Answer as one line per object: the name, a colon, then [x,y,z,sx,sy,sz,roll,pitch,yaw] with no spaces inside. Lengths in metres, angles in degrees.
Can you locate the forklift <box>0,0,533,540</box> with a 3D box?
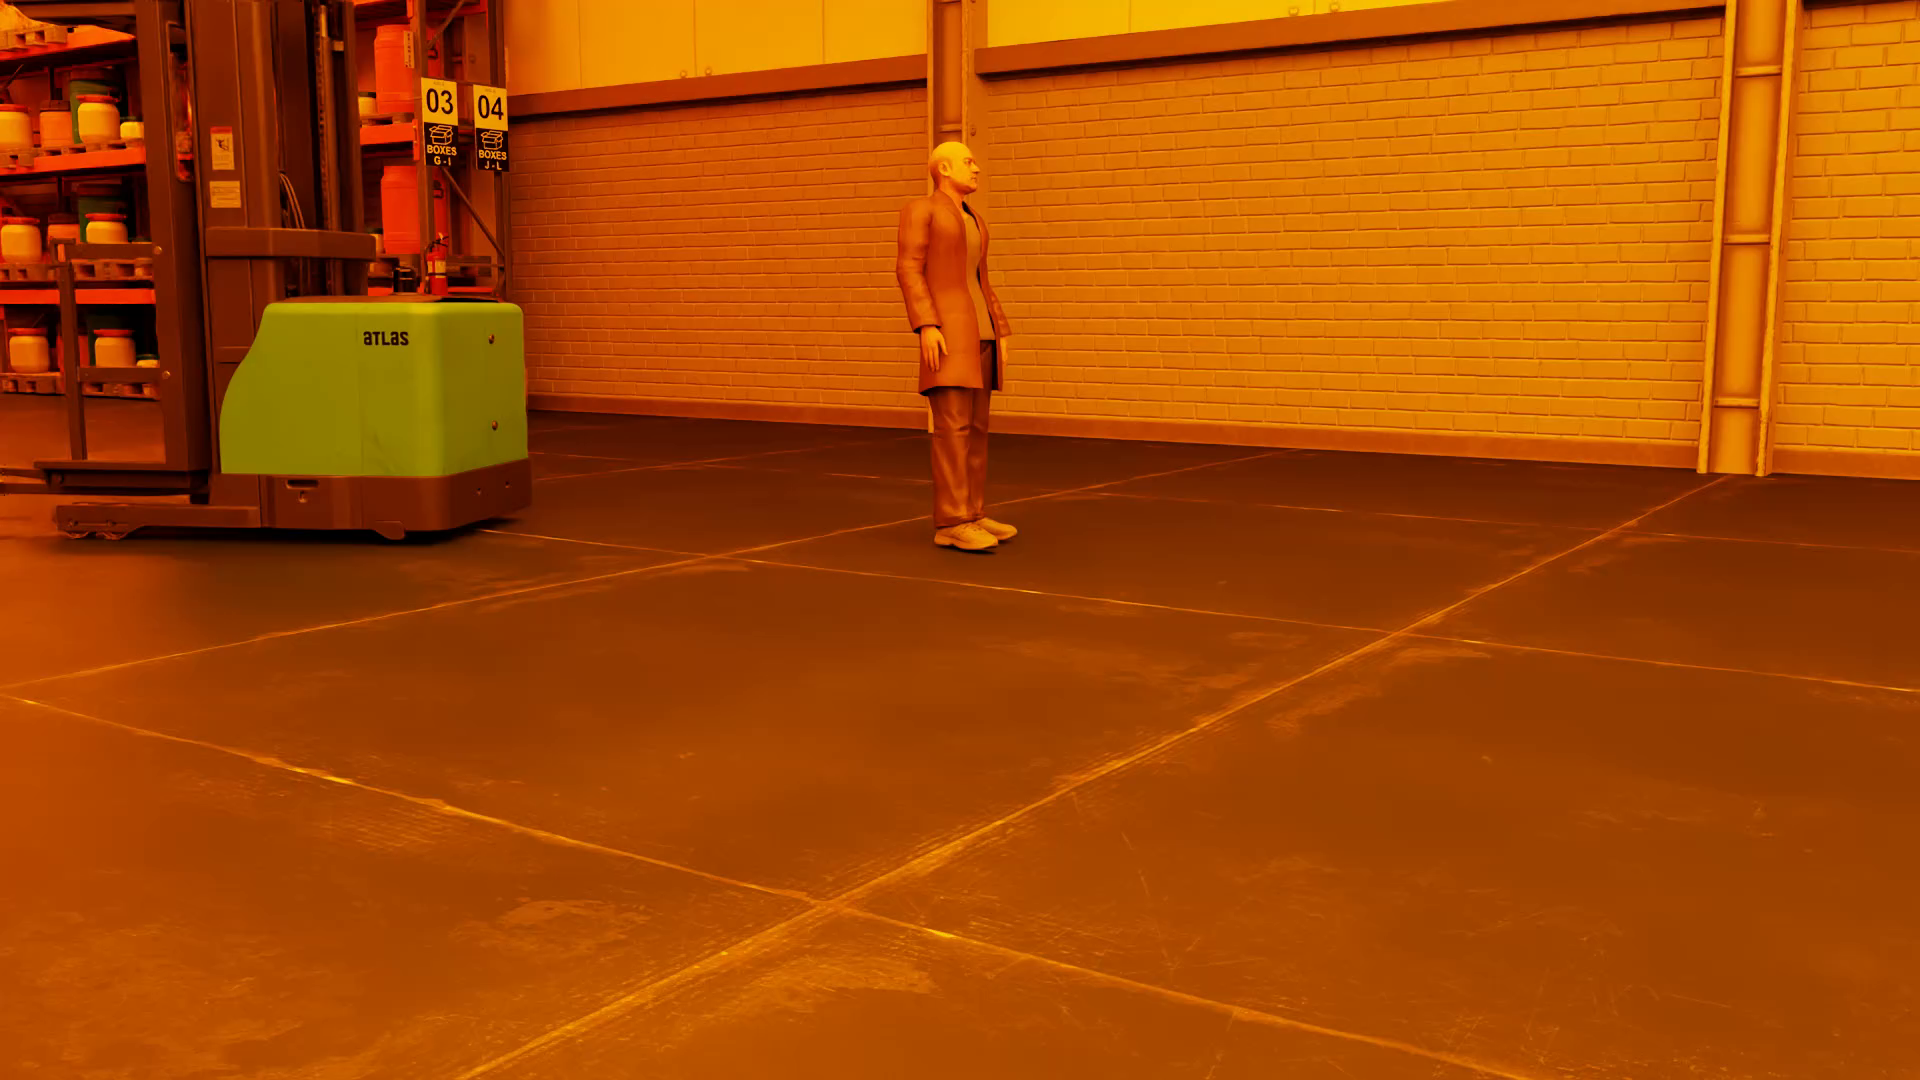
forklift: [-3.696,-1.524,7.910,3.031,2.935,1.130,1,8,9]

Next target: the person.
person: [0.074,-0.879,7.423,0.579,1.777,0.696,5,10,34]
